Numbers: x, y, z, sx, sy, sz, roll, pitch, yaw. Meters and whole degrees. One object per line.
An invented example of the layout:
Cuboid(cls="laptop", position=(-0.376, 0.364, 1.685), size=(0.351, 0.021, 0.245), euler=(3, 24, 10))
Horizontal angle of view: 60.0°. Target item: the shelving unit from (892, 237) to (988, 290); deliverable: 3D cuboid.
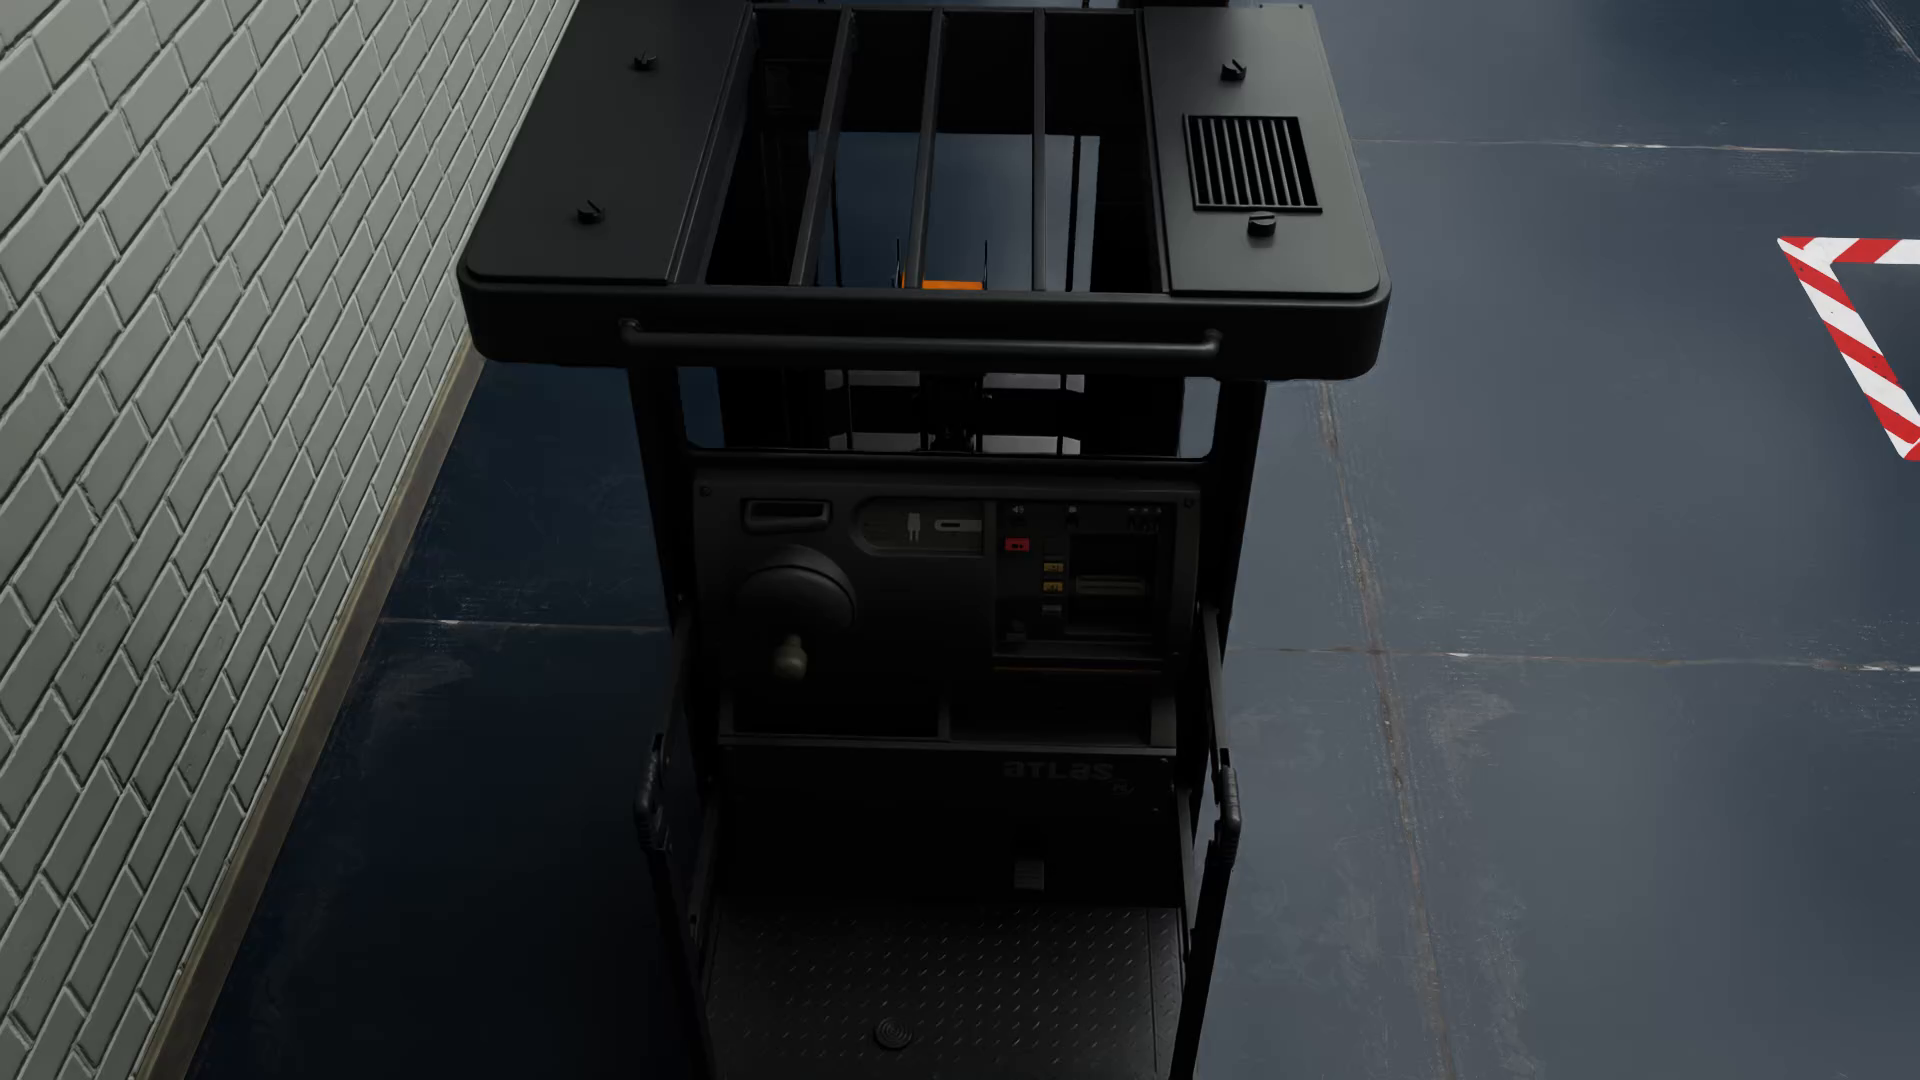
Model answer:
Cuboid(cls="shelving unit", position=(-0.053, -0.386, 4.894), size=(0.252, 1.050, 0.215), euler=(2, 43, 2))

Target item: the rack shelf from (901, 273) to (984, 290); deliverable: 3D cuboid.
Cuboid(cls="rack shelf", position=(-0.053, -0.586, 4.708), size=(0.240, 0.259, 0.215), euler=(2, 43, 2))

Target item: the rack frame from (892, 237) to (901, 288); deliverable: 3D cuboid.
Cuboid(cls="rack frame", position=(-0.175, -0.390, 4.898), size=(0.008, 1.050, 0.200), euler=(2, 43, 2))

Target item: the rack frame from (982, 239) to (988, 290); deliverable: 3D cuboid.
Cuboid(cls="rack frame", position=(0.068, -0.382, 4.890), size=(0.008, 1.050, 0.200), euler=(2, 43, 2))

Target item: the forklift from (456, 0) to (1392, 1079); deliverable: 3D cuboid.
Cuboid(cls="forklift", position=(-0.031, 0.160, 2.928), size=(1.130, 2.935, 3.031), euler=(1, 43, 1))
